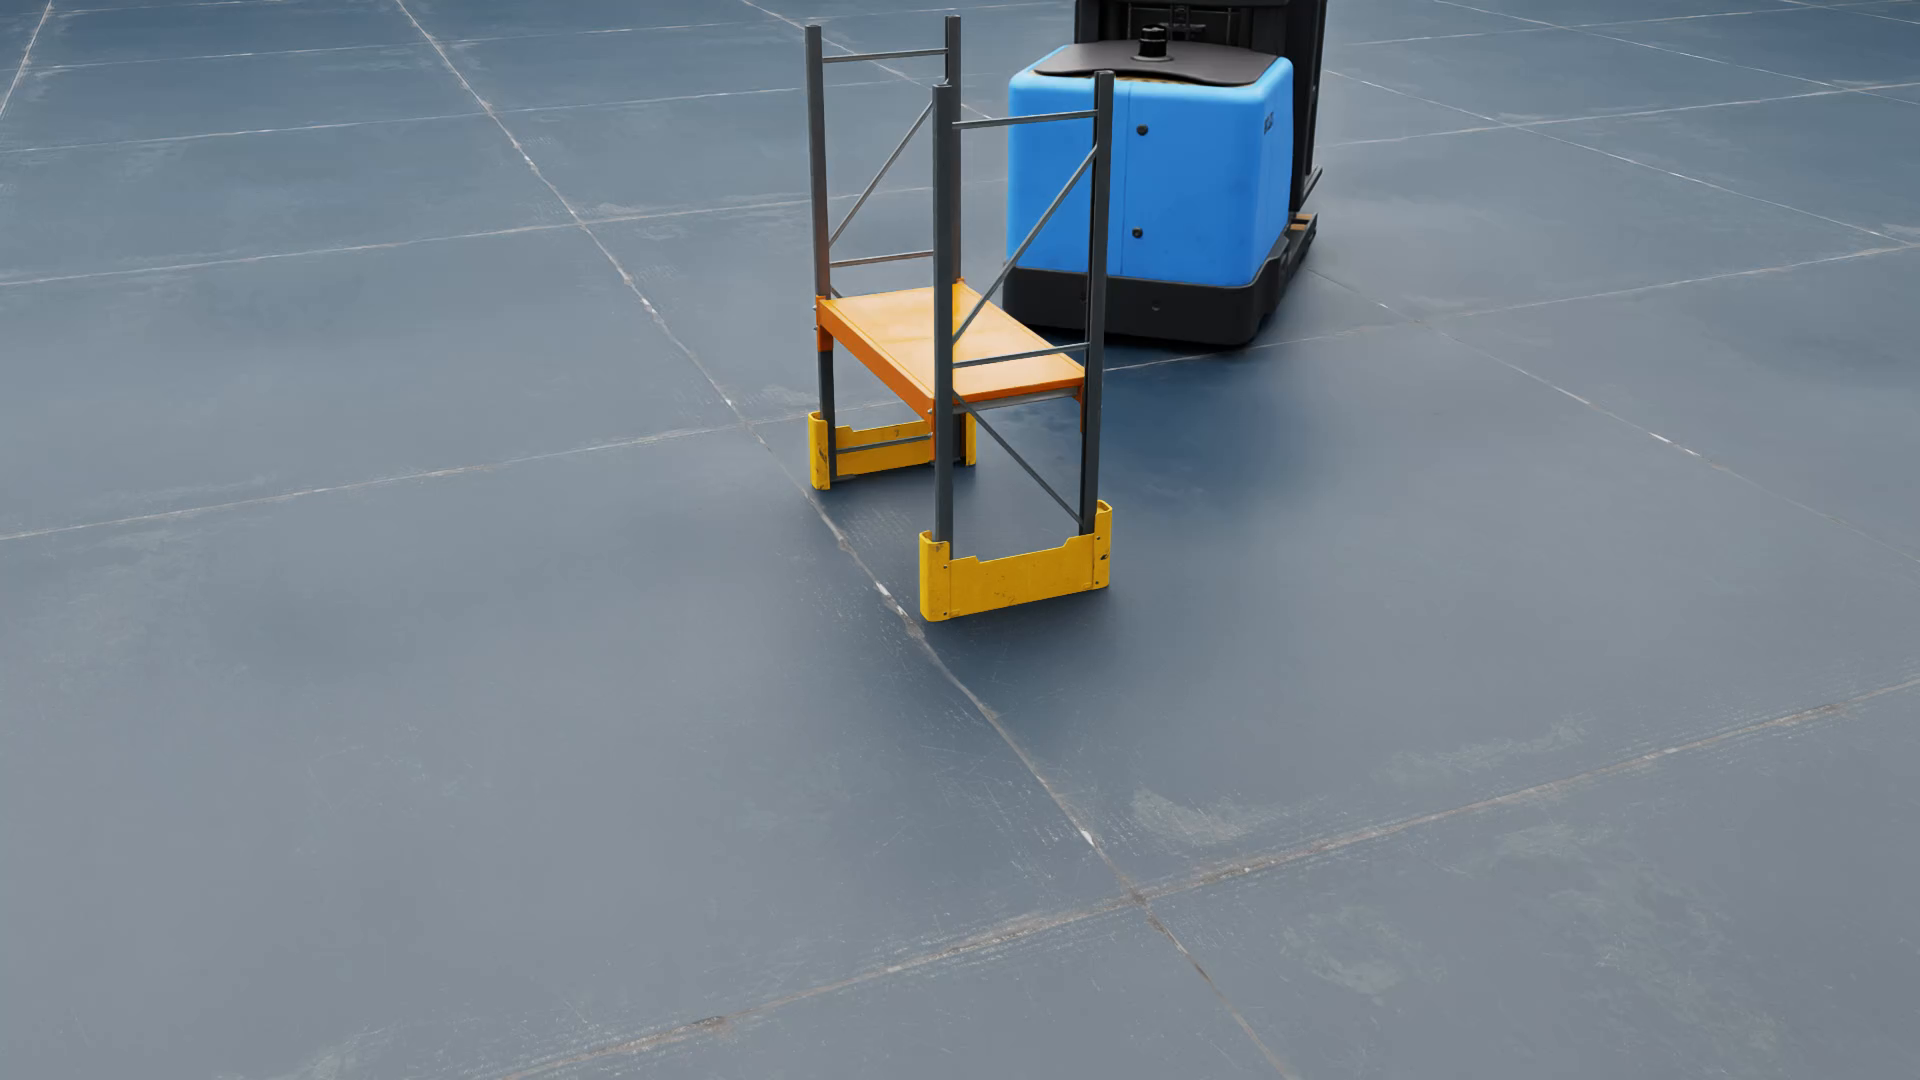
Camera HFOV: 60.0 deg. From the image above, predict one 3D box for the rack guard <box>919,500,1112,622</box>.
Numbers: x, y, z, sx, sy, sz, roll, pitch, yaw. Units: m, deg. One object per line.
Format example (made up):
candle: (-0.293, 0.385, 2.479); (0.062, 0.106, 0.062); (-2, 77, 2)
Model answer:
rack guard: (0.165, 0.058, 4.846); (0.587, 0.250, 0.087); (-11, 28, -21)

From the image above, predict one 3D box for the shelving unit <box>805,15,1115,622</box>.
shelving unit: (-0.030, -0.705, 4.984); (0.587, 1.500, 1.083); (-11, 28, -21)

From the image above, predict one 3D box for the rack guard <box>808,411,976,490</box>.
rack guard: (-0.225, -0.344, 5.670); (0.587, 0.250, 0.087); (-11, 28, -21)

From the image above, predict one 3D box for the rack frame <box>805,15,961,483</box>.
rack frame: (-0.232, -0.914, 5.412); (0.500, 1.500, 0.032); (-11, 28, -21)

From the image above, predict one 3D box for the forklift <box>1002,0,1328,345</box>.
forklift: (1.130, -2.727, 7.494); (1.130, 2.935, 3.031); (8, 27, 17)

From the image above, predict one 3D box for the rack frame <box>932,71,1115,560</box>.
rack frame: (0.166, -0.503, 4.571); (0.500, 1.500, 0.032); (-11, 28, -21)

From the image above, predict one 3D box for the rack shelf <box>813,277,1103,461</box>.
rack shelf: (-0.033, -0.547, 5.070); (0.538, 0.185, 1.000); (-11, 28, -21)
